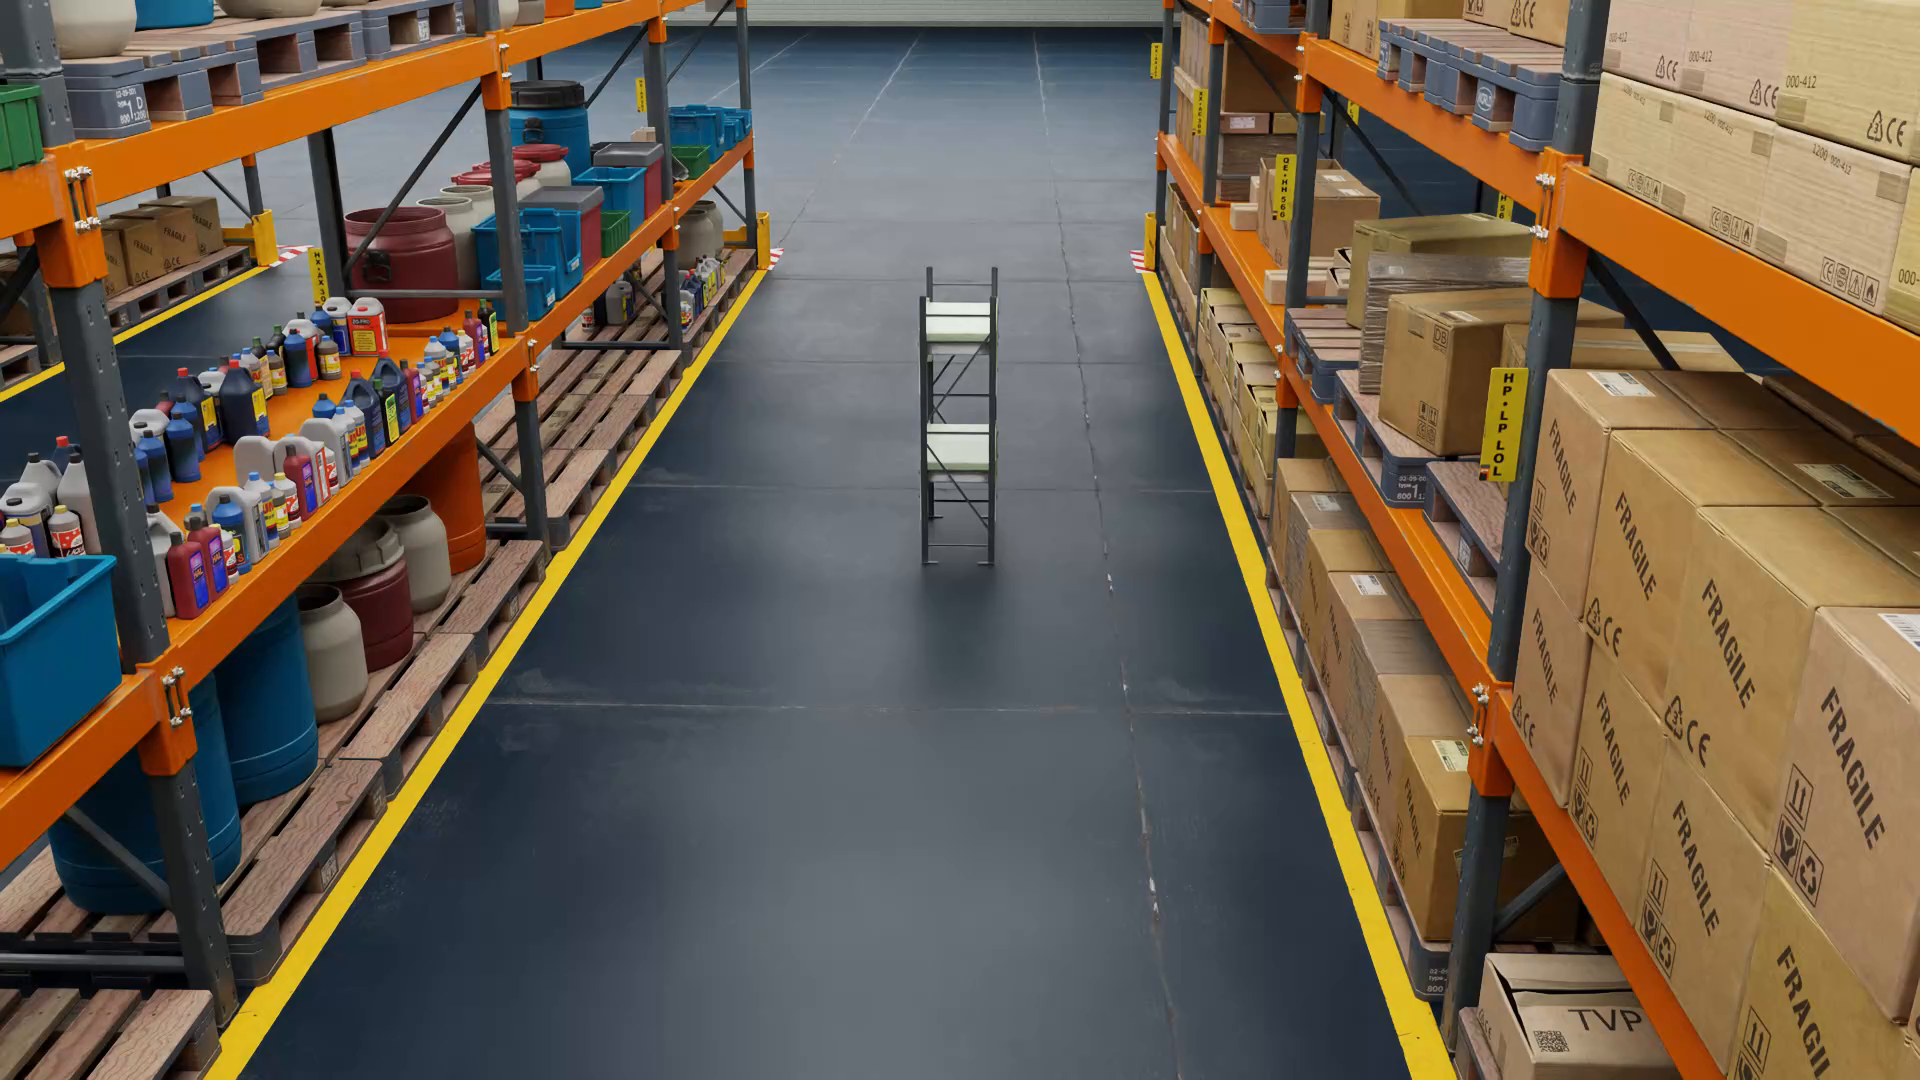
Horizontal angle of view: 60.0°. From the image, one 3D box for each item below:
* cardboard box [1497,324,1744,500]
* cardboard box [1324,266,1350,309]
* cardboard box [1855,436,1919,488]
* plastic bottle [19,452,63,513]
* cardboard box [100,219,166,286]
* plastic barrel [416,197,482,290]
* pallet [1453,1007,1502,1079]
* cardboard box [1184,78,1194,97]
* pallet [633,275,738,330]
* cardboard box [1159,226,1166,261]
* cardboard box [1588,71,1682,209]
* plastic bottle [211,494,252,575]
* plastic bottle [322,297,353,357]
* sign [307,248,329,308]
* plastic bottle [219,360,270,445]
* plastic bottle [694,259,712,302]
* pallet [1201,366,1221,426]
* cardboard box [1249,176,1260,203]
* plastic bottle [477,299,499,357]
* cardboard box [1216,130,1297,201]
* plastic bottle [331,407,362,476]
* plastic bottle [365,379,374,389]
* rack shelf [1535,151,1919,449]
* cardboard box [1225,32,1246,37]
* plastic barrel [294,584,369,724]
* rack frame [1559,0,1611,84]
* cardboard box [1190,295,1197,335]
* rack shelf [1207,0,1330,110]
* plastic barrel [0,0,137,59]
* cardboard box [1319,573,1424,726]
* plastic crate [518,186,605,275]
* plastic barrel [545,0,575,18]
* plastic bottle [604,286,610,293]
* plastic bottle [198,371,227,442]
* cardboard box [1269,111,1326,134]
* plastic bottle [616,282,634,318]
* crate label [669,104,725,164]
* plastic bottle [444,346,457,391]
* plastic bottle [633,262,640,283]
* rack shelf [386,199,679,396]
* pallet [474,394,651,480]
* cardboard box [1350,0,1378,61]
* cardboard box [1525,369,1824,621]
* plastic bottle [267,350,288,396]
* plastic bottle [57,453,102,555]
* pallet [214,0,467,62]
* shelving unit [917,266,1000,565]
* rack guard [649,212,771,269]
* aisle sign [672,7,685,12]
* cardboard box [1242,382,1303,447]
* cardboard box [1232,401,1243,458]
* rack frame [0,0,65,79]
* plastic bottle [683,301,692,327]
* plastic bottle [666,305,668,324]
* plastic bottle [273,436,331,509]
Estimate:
[{"bbox_3d":[2.253,-0.433,5.779,0.700,0.500,0.500,4,22,10],"label":"cardboard box"},{"bbox_3d":[2.234,-1.308,8.877,0.500,0.311,0.500,2,21,5],"label":"cardboard box"},{"bbox_3d":[2.288,0.086,3.641,0.500,0.500,0.500,0,21,1],"label":"cardboard box"},{"bbox_3d":[-3.193,-0.141,5.814,0.144,0.351,0.185,1,21,2],"label":"plastic bottle"},{"bbox_3d":[-7.537,-2.584,14.916,0.500,0.500,0.500,3,21,7],"label":"cardboard box"},{"bbox_3d":[-2.954,-1.701,9.611,0.421,0.512,0.421,0,21,0],"label":"plastic barrel"},{"bbox_3d":[2.036,1.776,4.660,1.003,0.211,1.213,1,21,2],"label":"pallet"},{"bbox_3d":[2.165,-3.947,14.521,0.380,0.149,0.250,0,21,0],"label":"cardboard box"},{"bbox_3d":[-2.554,-2.105,14.663,1.003,0.211,1.213,1,21,2],"label":"pallet"},{"bbox_3d":[2.184,-2.834,15.906,0.500,0.250,0.500,1,21,2],"label":"cardboard box"},{"bbox_3d":[1.795,-0.928,3.834,0.500,0.250,0.500,1,21,2],"label":"cardboard box"},{"bbox_3d":[-2.464,-0.022,5.616,0.097,0.271,0.097,0,21,0],"label":"plastic bottle"},{"bbox_3d":[-3.108,-1.064,8.295,0.152,0.276,0.135,1,21,2],"label":"plastic bottle"},{"bbox_3d":[-3.322,-1.354,8.647,0.100,0.325,0.005,1,21,2],"label":"sign"},{"bbox_3d":[-3.003,-0.587,6.962,0.144,0.351,0.185,1,21,2],"label":"plastic bottle"},{"bbox_3d":[-2.192,-2.200,14.107,0.144,0.351,0.185,0,21,1],"label":"plastic bottle"},{"bbox_3d":[2.317,-1.098,12.067,1.003,0.211,1.213,1,21,2],"label":"pallet"},{"bbox_3d":[2.330,-2.417,11.818,0.500,0.250,0.500,2,21,5],"label":"cardboard box"},{"bbox_3d":[-2.358,-1.069,8.299,0.061,0.283,0.133,1,21,2],"label":"plastic bottle"},{"bbox_3d":[2.308,-2.872,12.646,0.700,0.500,0.500,0,21,0],"label":"cardboard box"},{"bbox_3d":[-2.432,-0.392,6.570,0.097,0.271,0.097,0,21,0],"label":"plastic bottle"},{"bbox_3d":[-2.463,-0.542,6.939,0.061,0.283,0.133,1,21,2],"label":"plastic bottle"},{"bbox_3d":[1.997,-0.112,2.520,1.077,0.370,4.000,1,21,2],"label":"rack shelf"},{"bbox_3d":[2.322,-3.660,12.882,0.700,0.500,0.500,1,21,1],"label":"cardboard box"},{"bbox_3d":[-2.732,0.480,7.004,0.421,0.512,0.421,0,21,0],"label":"plastic barrel"},{"bbox_3d":[2.058,-2.569,3.711,1.000,3.000,0.127,1,21,2],"label":"rack frame"},{"bbox_3d":[2.096,-1.749,13.110,0.500,0.250,0.500,1,21,2],"label":"cardboard box"},{"bbox_3d":[2.240,-3.005,9.974,1.077,0.370,4.000,1,21,2],"label":"rack shelf"},{"bbox_3d":[-2.627,-1.673,4.780,0.433,0.535,0.433,0,21,0],"label":"plastic barrel"},{"bbox_3d":[1.838,0.462,7.038,0.500,0.500,0.500,0,21,0],"label":"cardboard box"},{"bbox_3d":[-2.417,-1.885,10.153,0.402,0.464,0.583,1,21,2],"label":"plastic crate"},{"bbox_3d":[-2.510,-3.404,9.415,0.600,0.830,0.708,1,21,2],"label":"plastic barrel"},{"bbox_3d":[-2.913,-1.996,13.581,0.144,0.351,0.185,0,21,-1],"label":"plastic bottle"},{"bbox_3d":[-3.150,-0.562,7.003,0.152,0.276,0.135,1,21,2],"label":"plastic bottle"},{"bbox_3d":[2.503,-3.109,12.360,0.380,0.149,0.250,1,21,2],"label":"cardboard box"},{"bbox_3d":[-2.764,-1.969,13.614,0.152,0.276,0.135,1,21,2],"label":"plastic bottle"},{"bbox_3d":[-2.314,-3.515,14.393,0.502,0.435,0.616,1,21,2],"label":"crate label"},{"bbox_3d":[-2.395,-0.800,7.720,0.097,0.201,0.097,0,21,0],"label":"plastic bottle"},{"bbox_3d":[-2.898,-2.378,14.771,0.097,0.201,0.097,0,21,0],"label":"plastic bottle"},{"bbox_3d":[-2.711,-1.662,10.661,1.077,0.370,4.000,1,21,2],"label":"rack shelf"},{"bbox_3d":[-2.670,-0.694,11.026,1.003,0.211,1.213,1,21,2],"label":"pallet"},{"bbox_3d":[2.184,-2.321,7.080,0.910,0.500,0.500,1,21,2],"label":"cardboard box"},{"bbox_3d":[1.762,-0.118,4.166,0.500,0.500,0.500,1,21,3],"label":"cardboard box"},{"bbox_3d":[-3.157,-0.772,7.646,0.097,0.201,0.097,0,21,0],"label":"plastic bottle"},{"bbox_3d":[-3.048,-0.140,5.810,0.144,0.351,0.185,1,21,2],"label":"plastic bottle"},{"bbox_3d":[-2.893,-2.309,7.449,1.003,0.211,1.213,1,21,2],"label":"pallet"},{"bbox_3d":[0.000,-0.702,9.264,0.431,1.500,0.755,1,21,2],"label":"shelving unit"},{"bbox_3d":[-2.484,-2.974,16.502,1.175,0.500,0.348,1,21,2],"label":"rack guard"},{"bbox_3d":[-2.819,-5.408,15.727,0.394,0.787,0.004,1,21,2],"label":"aisle sign"},{"bbox_3d":[1.958,-0.774,9.823,0.500,0.311,0.500,0,21,1],"label":"cardboard box"},{"bbox_3d":[1.982,-0.694,10.391,0.500,0.250,0.500,1,21,3],"label":"cardboard box"},{"bbox_3d":[-2.893,-2.625,3.854,1.000,3.000,0.127,1,21,2],"label":"rack frame"},{"bbox_3d":[-2.196,-1.805,13.295,0.097,0.201,0.097,0,21,0],"label":"plastic bottle"},{"bbox_3d":[-2.326,-1.888,13.395,0.061,0.283,0.133,1,21,2],"label":"plastic bottle"},{"bbox_3d":[-2.470,-0.268,6.245,0.152,0.276,0.135,1,21,2],"label":"plastic bottle"}]
